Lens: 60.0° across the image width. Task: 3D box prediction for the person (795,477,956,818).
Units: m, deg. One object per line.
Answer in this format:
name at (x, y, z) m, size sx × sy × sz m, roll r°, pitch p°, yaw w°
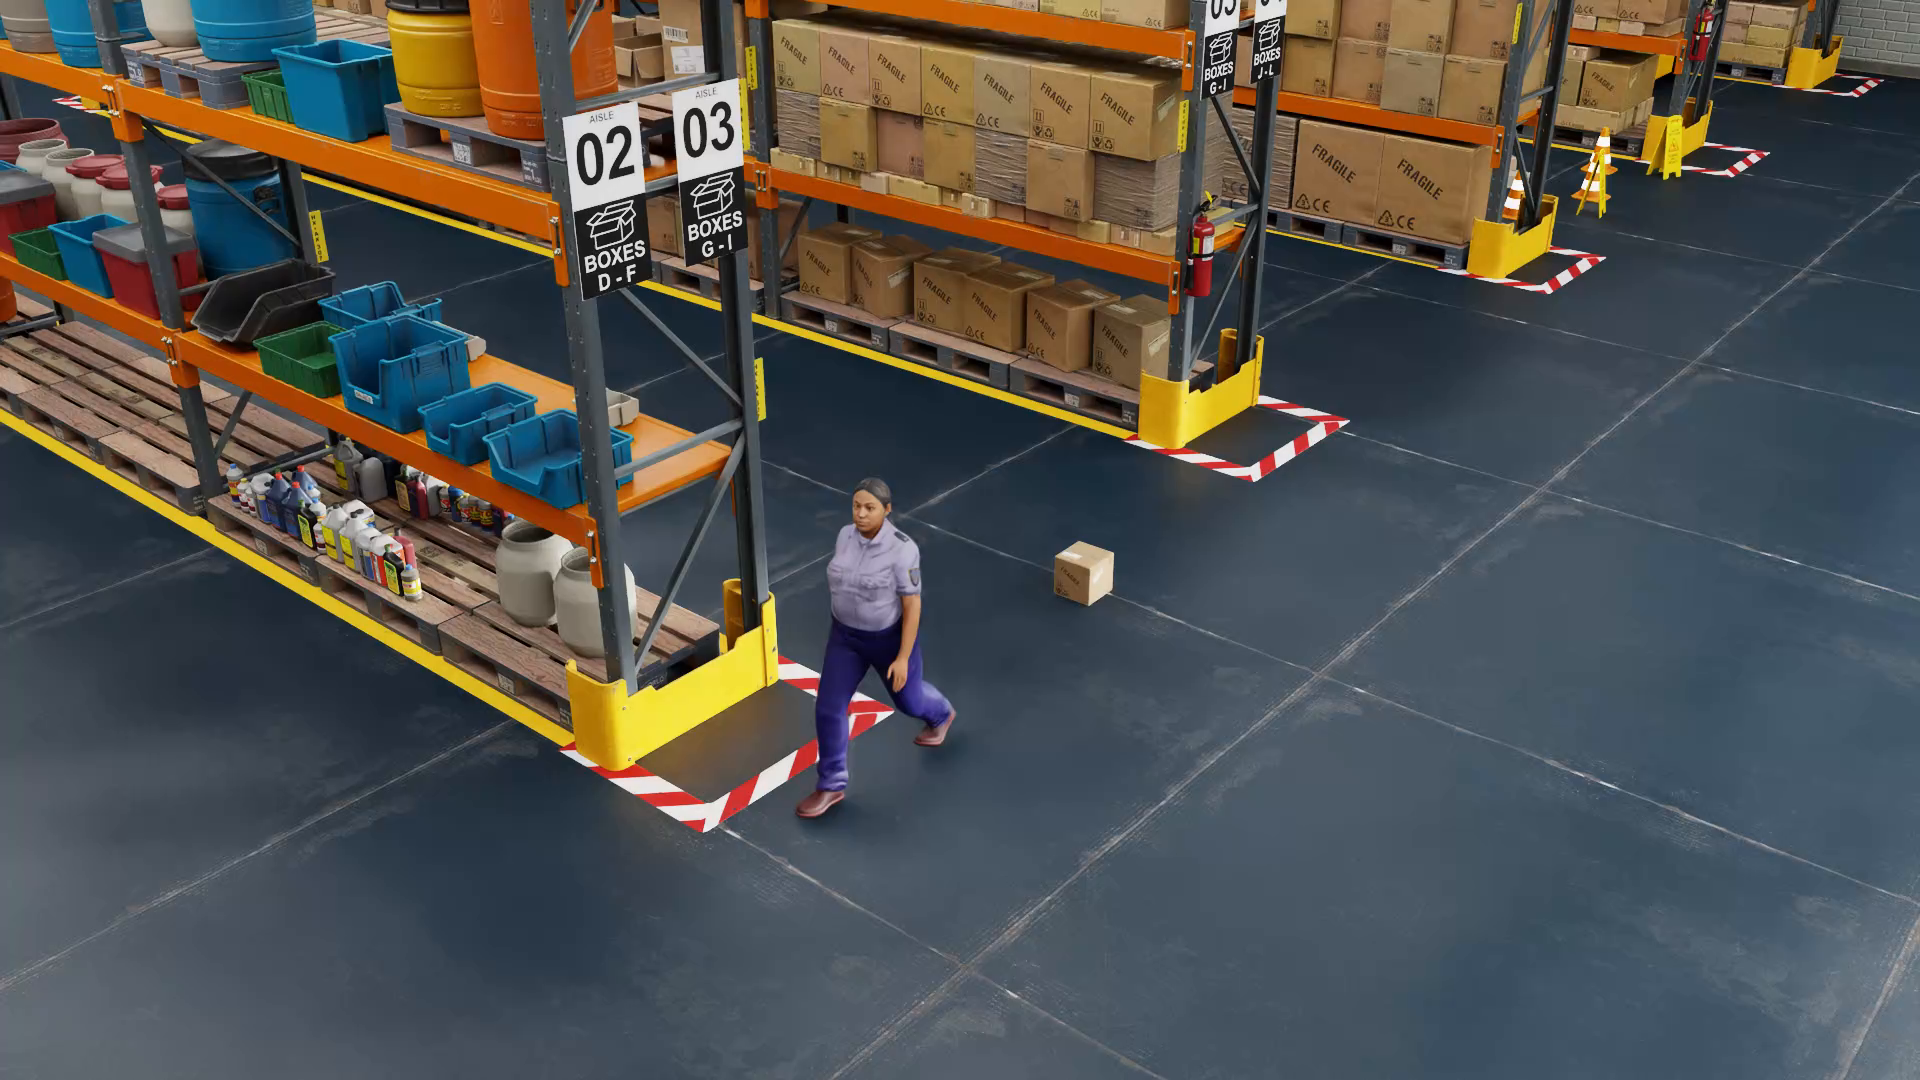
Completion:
person at (-0.390, 0.454, 7.771) m, size 0.498 × 1.589 × 1.022 m, roll 14°, pitch 31°, yaw 25°
